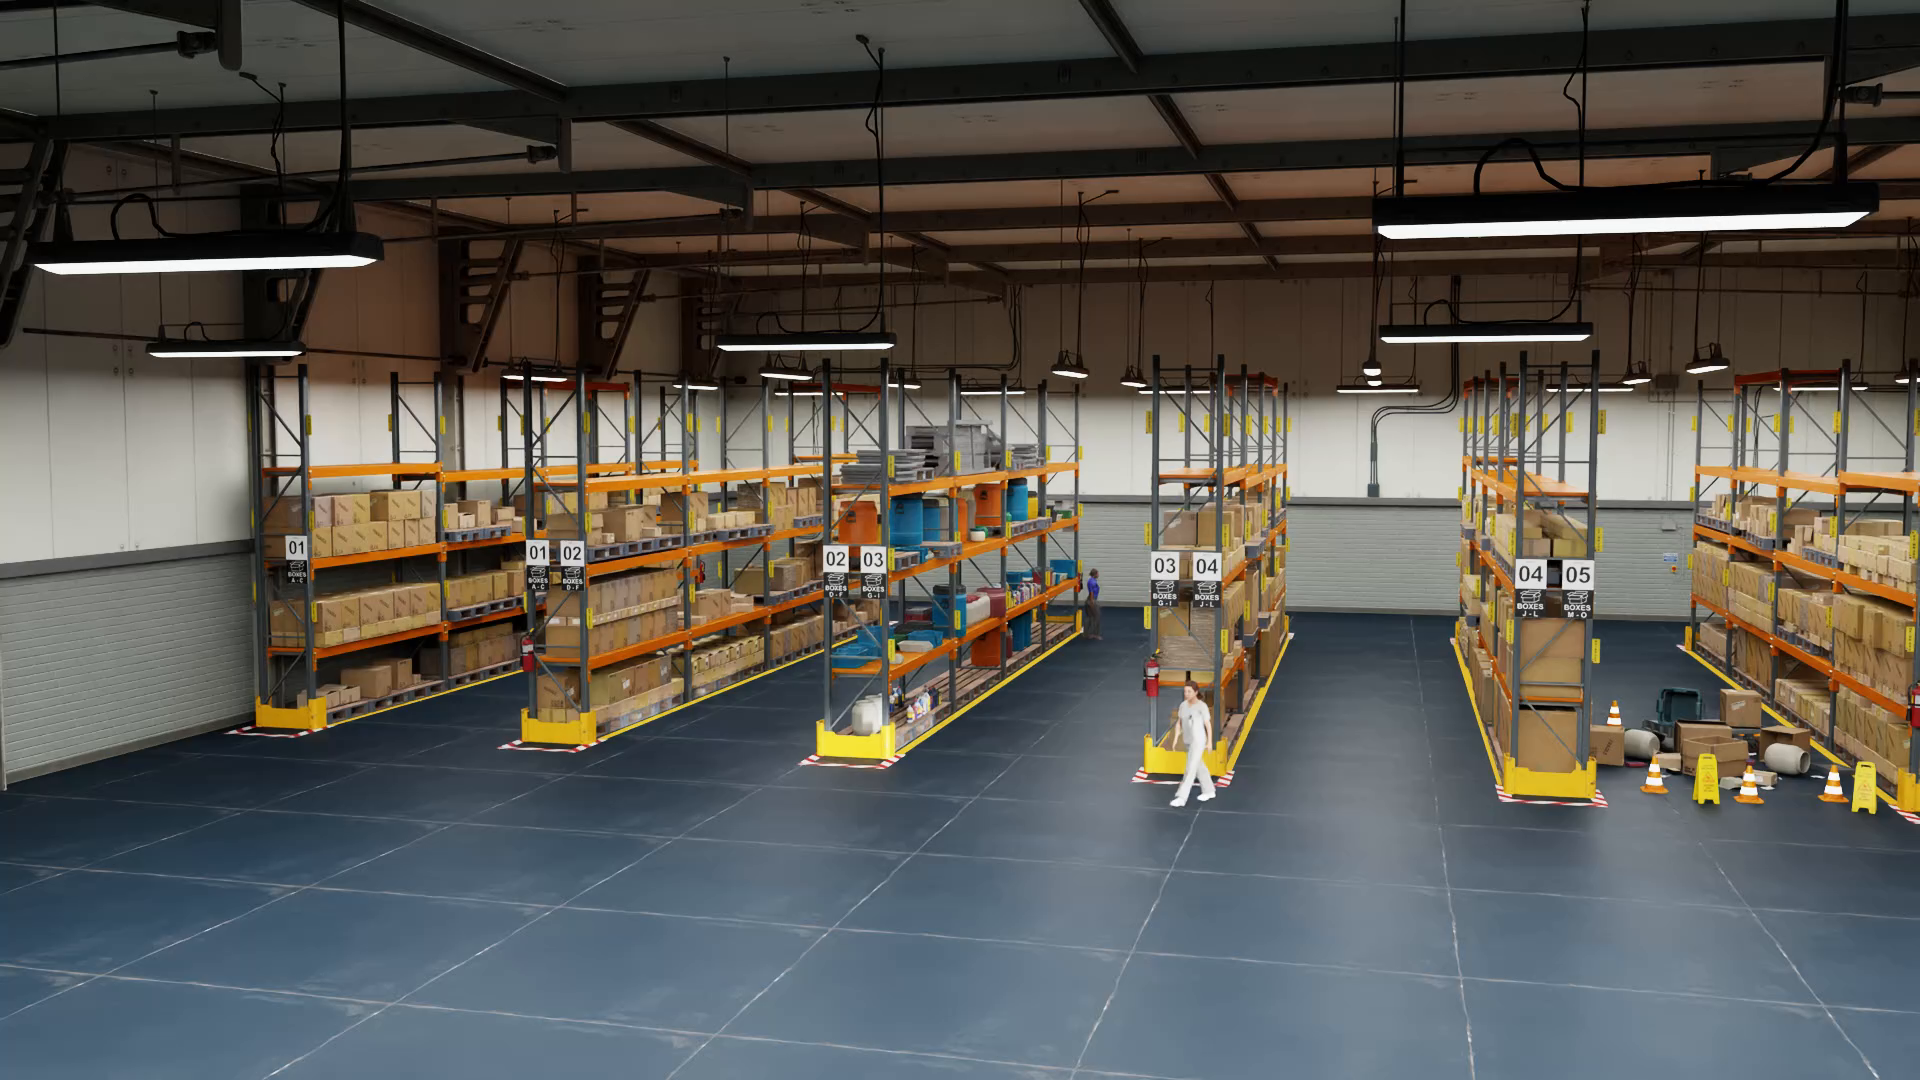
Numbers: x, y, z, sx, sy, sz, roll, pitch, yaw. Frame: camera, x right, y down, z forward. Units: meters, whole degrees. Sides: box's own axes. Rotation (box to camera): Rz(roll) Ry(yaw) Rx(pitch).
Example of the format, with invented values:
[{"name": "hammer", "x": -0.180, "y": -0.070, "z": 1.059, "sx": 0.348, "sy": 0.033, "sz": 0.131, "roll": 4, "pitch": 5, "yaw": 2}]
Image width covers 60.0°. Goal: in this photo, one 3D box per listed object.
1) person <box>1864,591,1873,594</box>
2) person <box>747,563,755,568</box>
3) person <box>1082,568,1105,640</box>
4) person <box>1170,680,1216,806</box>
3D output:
[{"name": "person", "x": 19.475, "y": 1.722, "z": 35.597, "sx": 0.498, "sy": 1.604, "sz": 0.931, "roll": -3, "pitch": 5, "yaw": -41}, {"name": "person", "x": -4.934, "y": 1.430, "z": 39.102, "sx": 0.587, "sy": 1.763, "sz": 0.588, "roll": 3, "pitch": 5, "yaw": 39}, {"name": "person", "x": 3.118, "y": 1.509, "z": 38.864, "sx": 0.512, "sy": 1.701, "sz": 0.508, "roll": -1, "pitch": 4, "yaw": -9}, {"name": "person", "x": 3.015, "y": 2.658, "z": 21.843, "sx": 1.012, "sy": 1.624, "sz": 0.466, "roll": -3, "pitch": 5, "yaw": -36}]
